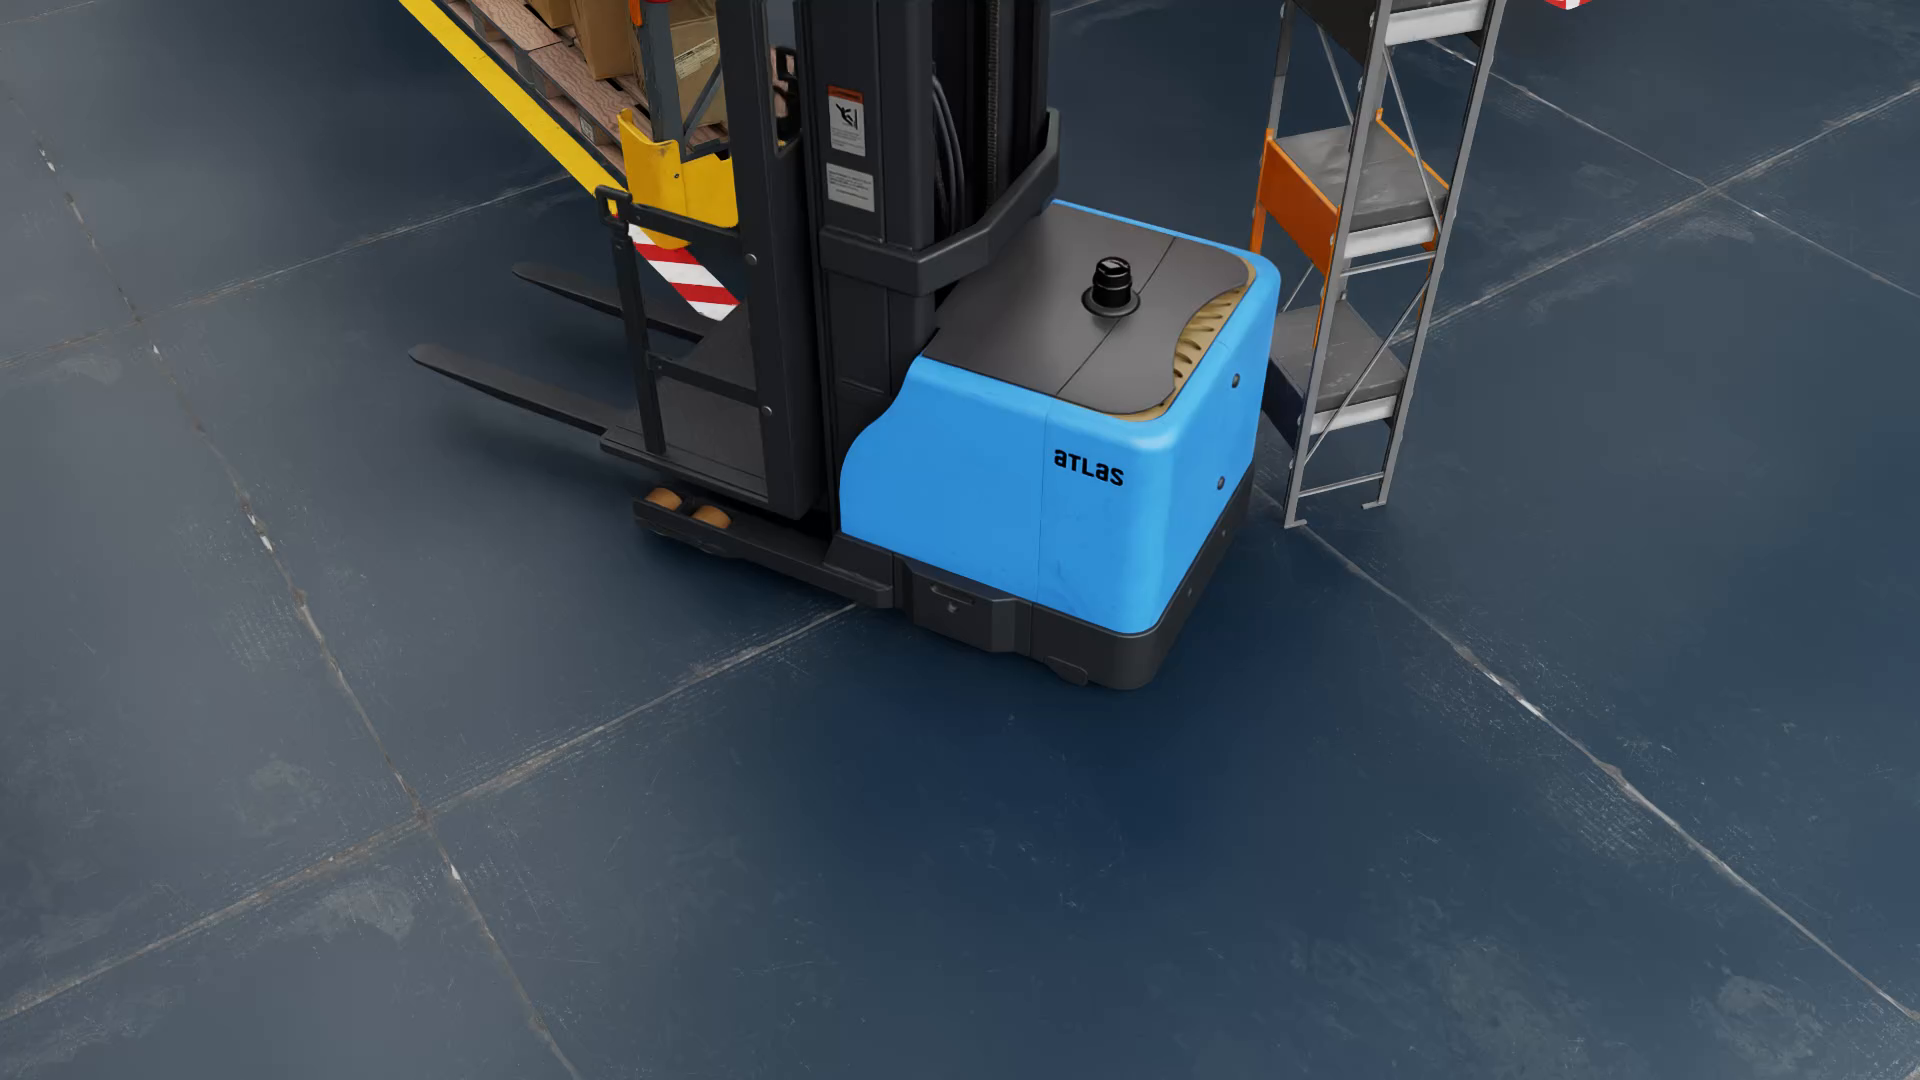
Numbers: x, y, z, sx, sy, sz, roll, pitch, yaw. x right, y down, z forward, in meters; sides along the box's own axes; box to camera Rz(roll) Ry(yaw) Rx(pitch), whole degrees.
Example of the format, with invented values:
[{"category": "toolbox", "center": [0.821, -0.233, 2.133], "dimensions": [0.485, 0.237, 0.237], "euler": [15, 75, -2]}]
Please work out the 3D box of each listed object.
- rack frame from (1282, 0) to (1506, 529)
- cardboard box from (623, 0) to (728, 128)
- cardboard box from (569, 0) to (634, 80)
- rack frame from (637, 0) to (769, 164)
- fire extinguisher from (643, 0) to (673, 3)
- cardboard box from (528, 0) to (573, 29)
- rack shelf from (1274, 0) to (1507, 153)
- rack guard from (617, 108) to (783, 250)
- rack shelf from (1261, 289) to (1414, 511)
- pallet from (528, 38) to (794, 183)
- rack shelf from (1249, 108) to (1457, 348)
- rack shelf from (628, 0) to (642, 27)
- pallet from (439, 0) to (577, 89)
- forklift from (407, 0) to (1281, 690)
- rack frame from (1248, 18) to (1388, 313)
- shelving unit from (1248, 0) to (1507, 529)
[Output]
[{"category": "rack frame", "center": [1.314, -0.846, 5.115], "dimensions": [0.400, 2.100, 0.015], "euler": [-13, 45, -14]}, {"category": "cardboard box", "center": [-1.163, -2.189, 7.376], "dimensions": [0.500, 0.500, 0.500], "euler": [-17, 46, -17]}, {"category": "cardboard box", "center": [-1.533, -2.514, 7.717], "dimensions": [0.500, 0.500, 0.500], "euler": [-14, 45, -14]}, {"category": "rack frame", "center": [-0.820, -2.581, 6.281], "dimensions": [1.000, 3.000, 0.127], "euler": [-26, 49, -24]}, {"category": "fire extinguisher", "center": [-1.132, -2.306, 6.049], "dimensions": [0.296, 0.674, 0.183], "euler": [-26, 49, -24]}, {"category": "cardboard box", "center": [-1.876, -2.876, 8.096], "dimensions": [0.500, 0.500, 0.500], "euler": [-21, 48, -21]}, {"category": "rack shelf", "center": [1.235, -1.502, 4.808], "dimensions": [0.431, 0.518, 0.480], "euler": [-13, 45, -14]}, {"category": "rack guard", "center": [-0.863, -1.719, 7.189], "dimensions": [1.175, 0.500, 0.348], "euler": [-26, 49, -24]}, {"category": "rack shelf", "center": [1.235, -0.489, 5.775], "dimensions": [0.431, 0.518, 0.480], "euler": [-13, 45, -14]}, {"category": "pallet", "center": [-1.299, -2.089, 7.785], "dimensions": [1.003, 0.211, 1.213], "euler": [-26, 49, -24]}, {"category": "rack shelf", "center": [1.235, -0.995, 5.292], "dimensions": [0.431, 0.518, 0.480], "euler": [-13, 45, -14]}, {"category": "rack shelf", "center": [-1.964, -3.453, 7.716], "dimensions": [1.077, 0.370, 4.000], "euler": [-26, 49, -24]}, {"category": "pallet", "center": [-1.993, -2.779, 8.509], "dimensions": [1.003, 0.211, 1.213], "euler": [-26, 49, -24]}, {"category": "forklift", "center": [-0.549, -1.317, 5.007], "dimensions": [3.031, 2.935, 1.130], "euler": [20, 47, 19]}, {"category": "rack frame", "center": [1.155, -1.164, 5.449], "dimensions": [0.400, 2.100, 0.015], "euler": [-13, 45, -14]}, {"category": "shelving unit", "center": [1.235, -1.005, 5.282], "dimensions": [0.431, 2.100, 0.503], "euler": [-13, 45, -14]}]
